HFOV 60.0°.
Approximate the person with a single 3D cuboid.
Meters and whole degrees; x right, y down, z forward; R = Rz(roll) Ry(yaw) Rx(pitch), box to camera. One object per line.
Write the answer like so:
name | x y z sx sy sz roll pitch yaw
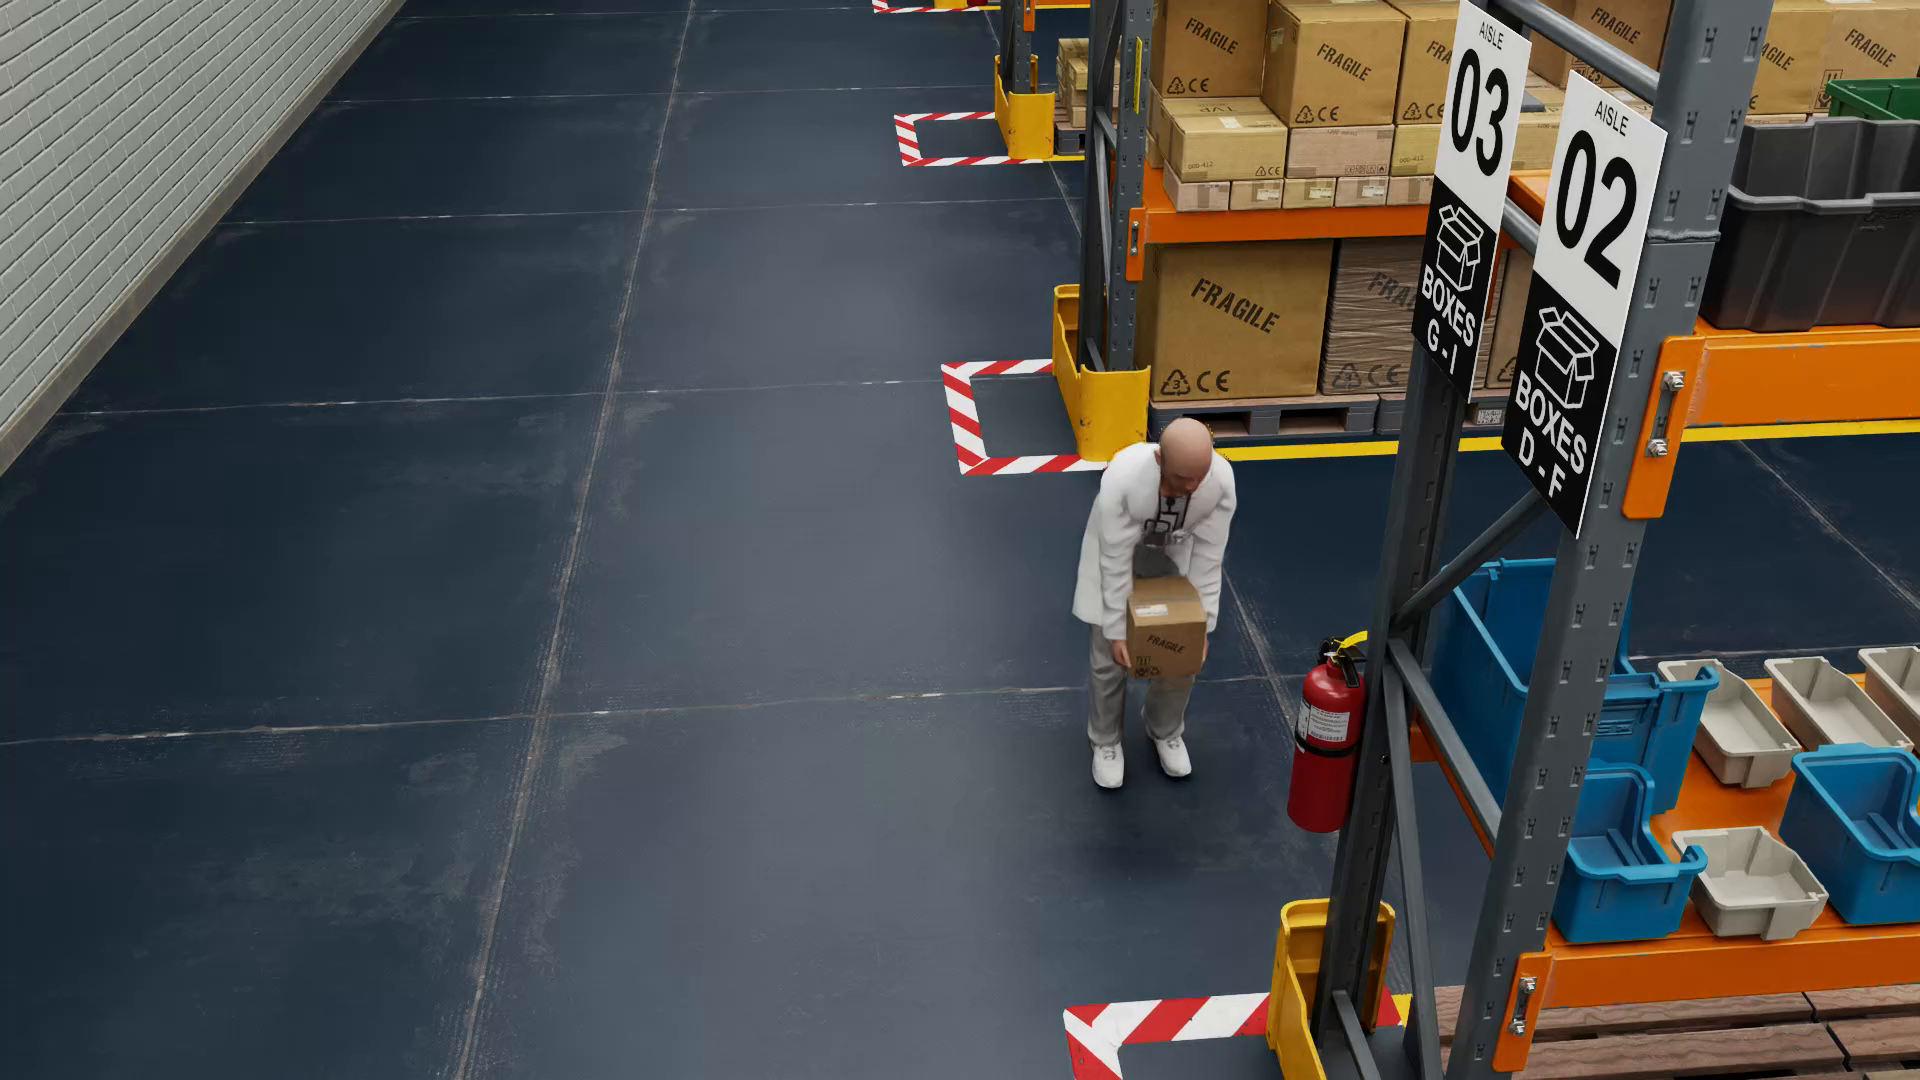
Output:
person | 0.690 0.198 5.968 0.540 1.627 0.697 -3 31 -6
